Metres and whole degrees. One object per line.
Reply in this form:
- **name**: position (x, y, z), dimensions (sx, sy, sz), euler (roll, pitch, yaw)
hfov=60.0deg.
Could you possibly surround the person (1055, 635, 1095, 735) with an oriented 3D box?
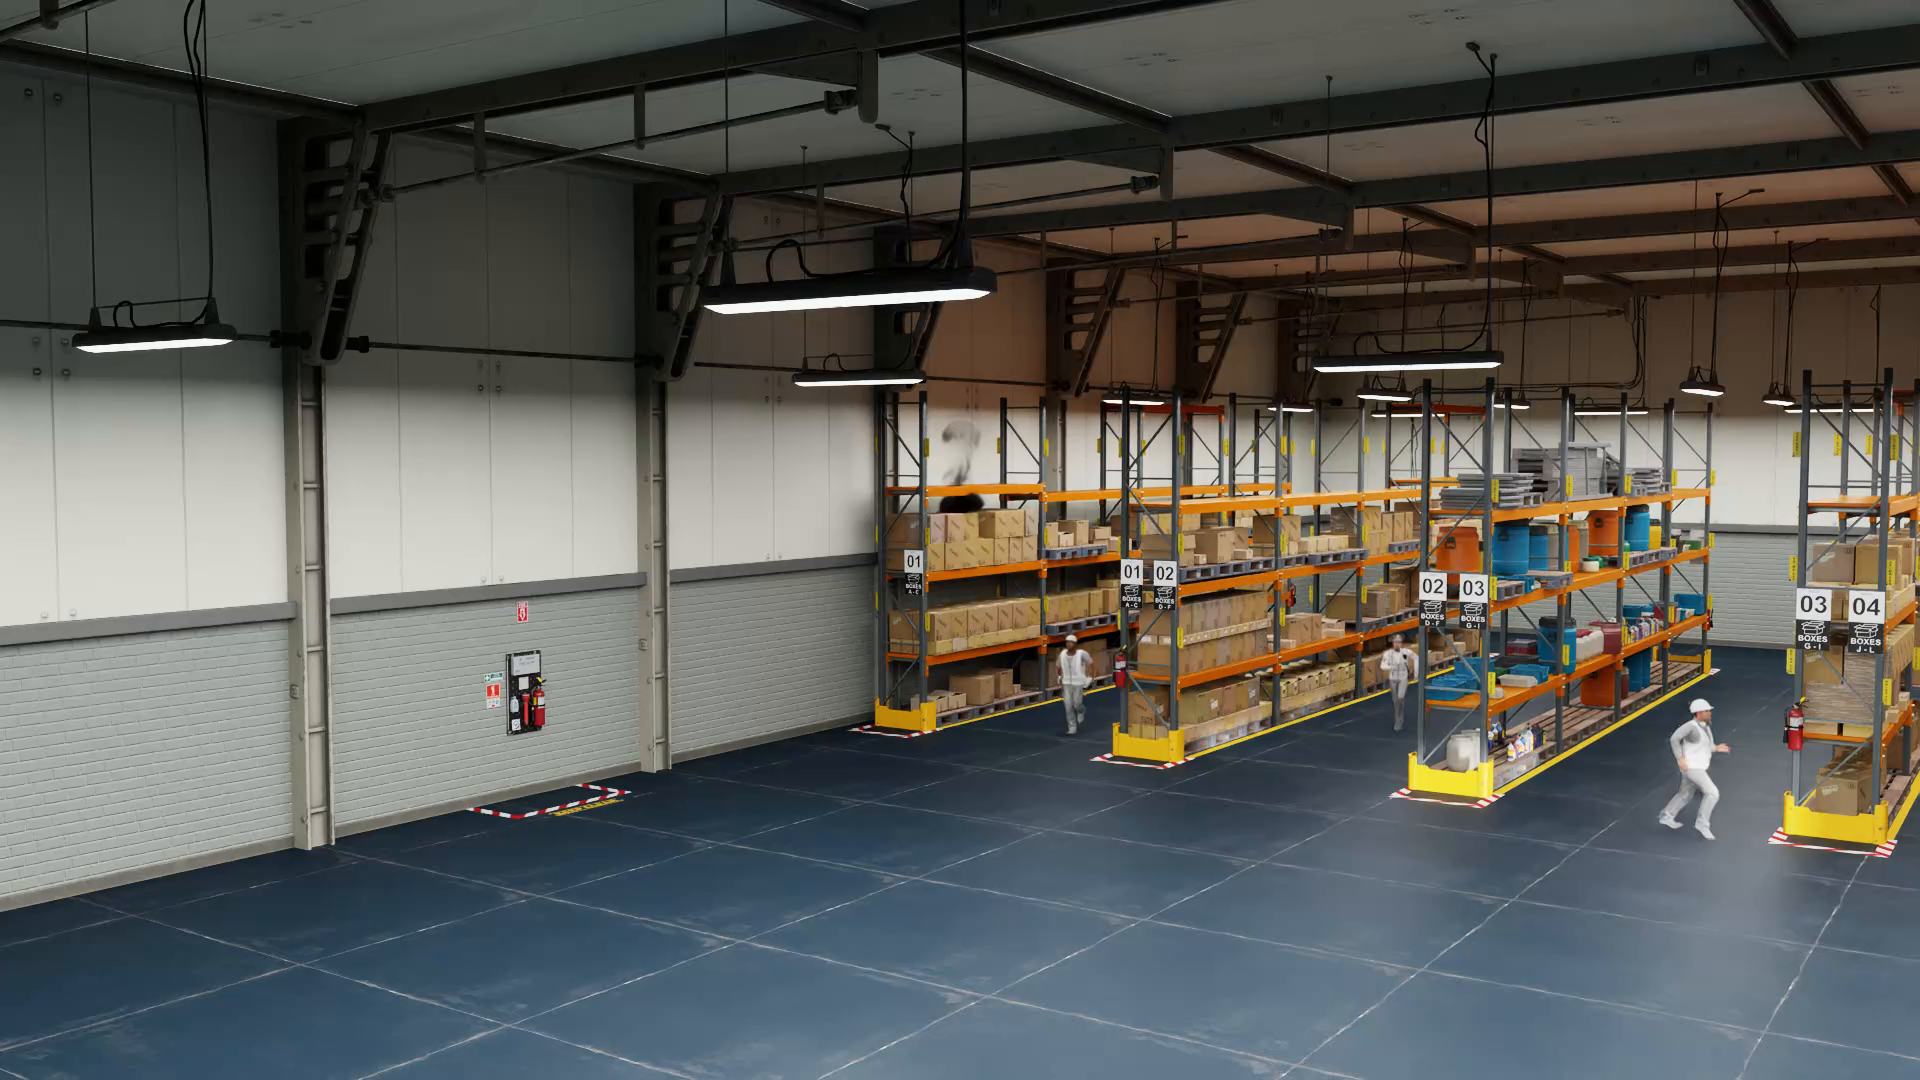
- **person**: position (1.996, 2.522, 29.059), dimensions (0.695, 1.745, 0.676), euler (1, 3, 23)

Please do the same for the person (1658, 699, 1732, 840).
- **person**: position (9.472, 2.946, 21.476), dimensions (0.858, 1.801, 0.650), euler (2, 4, 38)

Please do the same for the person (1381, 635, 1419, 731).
- **person**: position (7.833, 2.520, 29.635), dimensions (0.639, 1.709, 0.811), euler (1, 3, 22)
